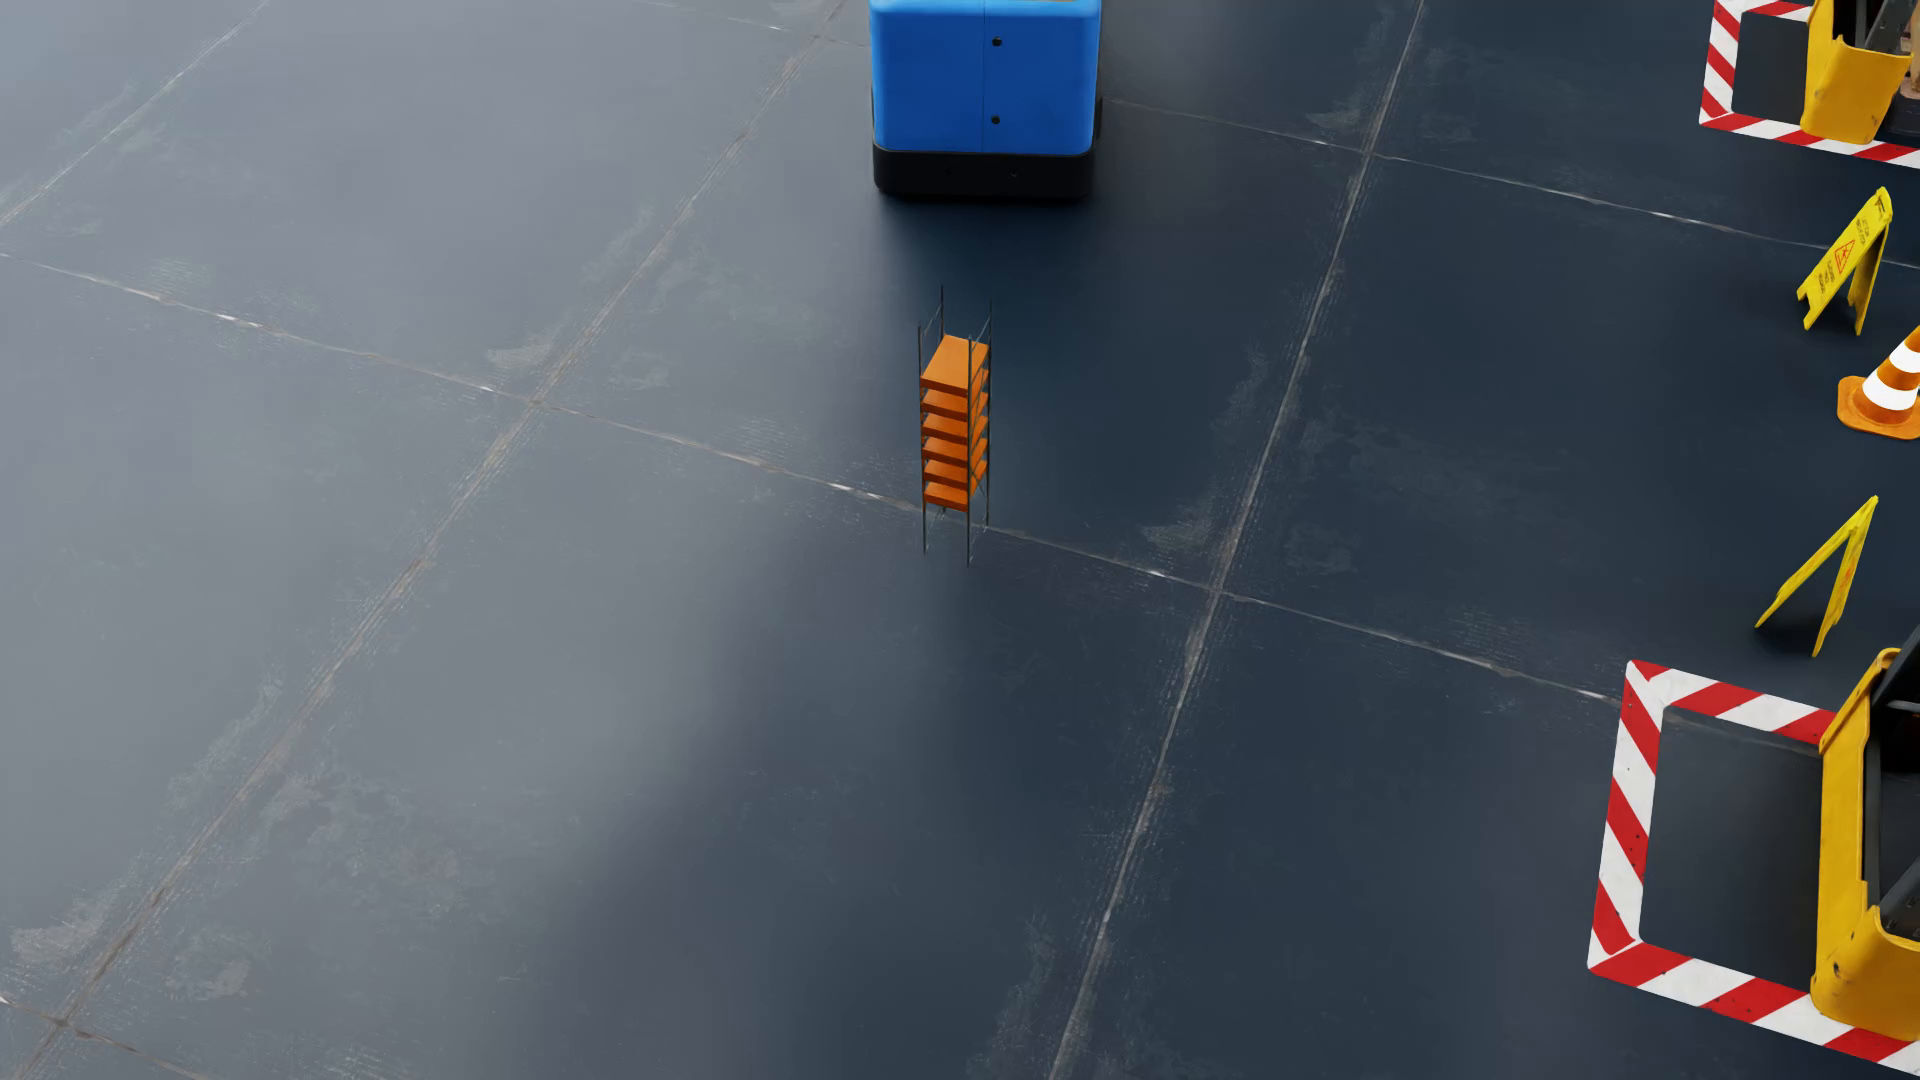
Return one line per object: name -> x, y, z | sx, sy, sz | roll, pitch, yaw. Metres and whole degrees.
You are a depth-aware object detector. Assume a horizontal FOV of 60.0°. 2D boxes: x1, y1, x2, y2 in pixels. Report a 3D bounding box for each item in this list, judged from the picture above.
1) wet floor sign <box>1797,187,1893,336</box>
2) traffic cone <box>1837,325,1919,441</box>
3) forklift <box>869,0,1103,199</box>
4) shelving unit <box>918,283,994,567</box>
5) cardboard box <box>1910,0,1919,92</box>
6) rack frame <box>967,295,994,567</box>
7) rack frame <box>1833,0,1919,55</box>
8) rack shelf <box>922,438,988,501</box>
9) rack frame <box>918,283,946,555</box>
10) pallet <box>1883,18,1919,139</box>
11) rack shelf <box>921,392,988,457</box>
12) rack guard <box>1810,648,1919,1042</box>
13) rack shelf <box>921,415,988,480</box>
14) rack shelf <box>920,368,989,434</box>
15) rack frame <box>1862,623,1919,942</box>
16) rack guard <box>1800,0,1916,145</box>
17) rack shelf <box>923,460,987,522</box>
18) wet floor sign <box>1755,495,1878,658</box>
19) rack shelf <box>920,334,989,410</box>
wet floor sign -> 3.914, -1.232, 7.257 | 0.232, 0.644, 0.267 | 8, 50, 7
traffic cone -> 3.923, -0.711, 6.926 | 0.334, 0.463, 0.336 | 16, 51, 13
forklift -> 0.181, -3.700, 7.884 | 1.130, 2.935, 3.031 | 2, 49, 2
shelving unit -> -0.014, -0.397, 6.166 | 0.189, 1.200, 0.258 | 16, 51, 13
cardboard box -> 5.286, -2.710, 8.108 | 0.875, 0.875, 0.875 | 16, 51, 13
rack frame -> 0.072, -0.373, 6.146 | 0.006, 1.200, 0.240 | 16, 51, 13
rack frame -> 4.627, -3.399, 7.578 | 0.127, 3.000, 1.000 | 16, 51, 13
rack shelf -> -0.014, -0.289, 6.291 | 0.180, 0.103, 0.258 | 16, 51, 13
rack frame -> -0.099, -0.421, 6.187 | 0.006, 1.200, 0.240 | 16, 51, 13
pallet -> 5.404, -2.332, 8.498 | 1.213, 0.211, 1.003 | 16, 51, 13
rack shelf -> -0.014, -0.446, 6.109 | 0.180, 0.103, 0.258 | 16, 51, 13
rack guard -> 3.078, 0.975, 5.441 | 0.348, 0.500, 1.175 | 16, 51, 13
rack shelf -> -0.014, -0.368, 6.200 | 0.180, 0.103, 0.258 | 16, 51, 13
rack shelf -> -0.014, -0.525, 6.019 | 0.180, 0.103, 0.258 | 16, 51, 13
rack frame -> 3.007, 0.136, 4.514 | 0.127, 3.000, 1.000 | 16, 51, 13
rack guard -> 4.605, -2.587, 8.528 | 0.348, 0.500, 1.175 | 16, 51, 13
rack shelf -> -0.014, -0.210, 6.381 | 0.180, 0.103, 0.258 | 16, 51, 13
wet floor sign -> 3.199, 0.099, 6.104 | 0.232, 0.644, 0.267 | 33, 57, 25
rack shelf -> -0.014, -0.603, 5.928 | 0.180, 0.103, 0.258 | 16, 51, 13
